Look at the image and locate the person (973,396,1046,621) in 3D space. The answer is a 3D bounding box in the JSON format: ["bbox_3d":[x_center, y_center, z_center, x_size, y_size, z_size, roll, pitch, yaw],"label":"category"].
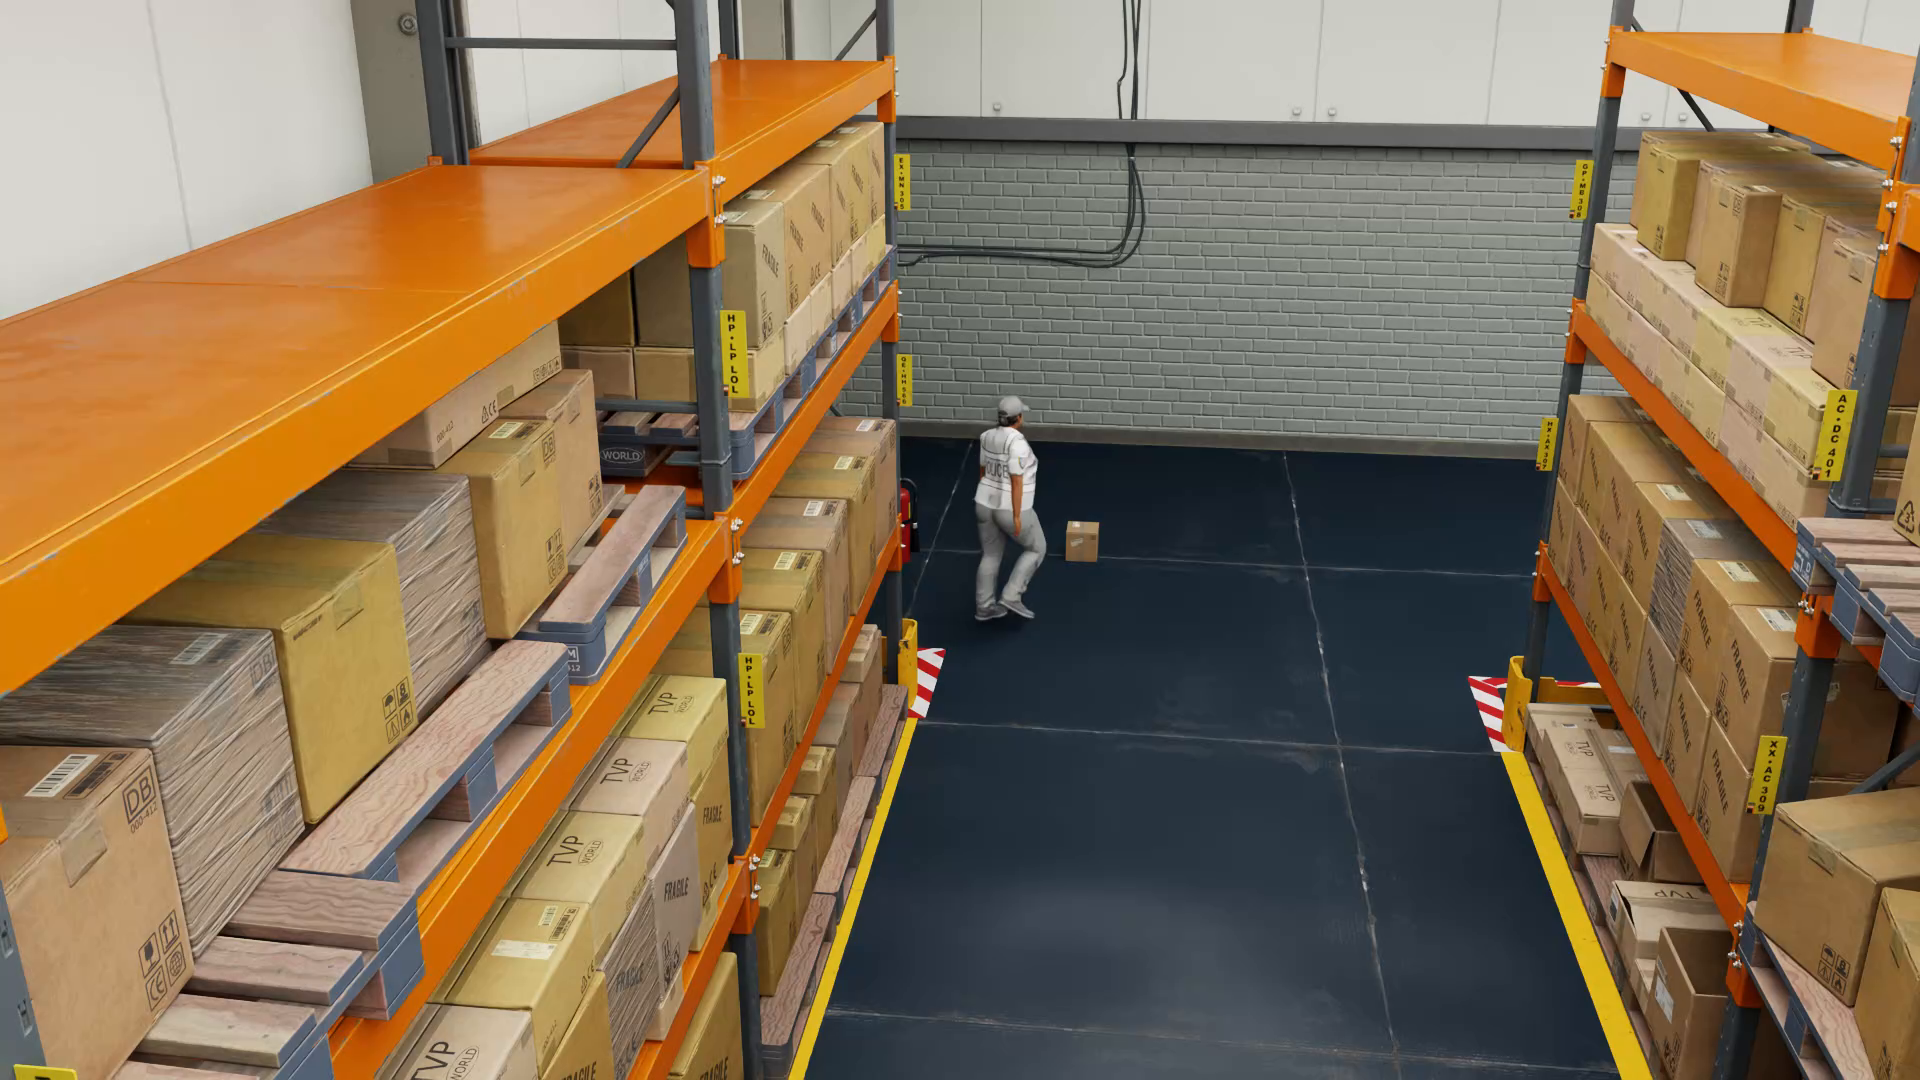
[{"bbox_3d":[0.324,-0.222,12.009,0.516,1.647,0.522,-20,29,-41],"label":"person"}]
